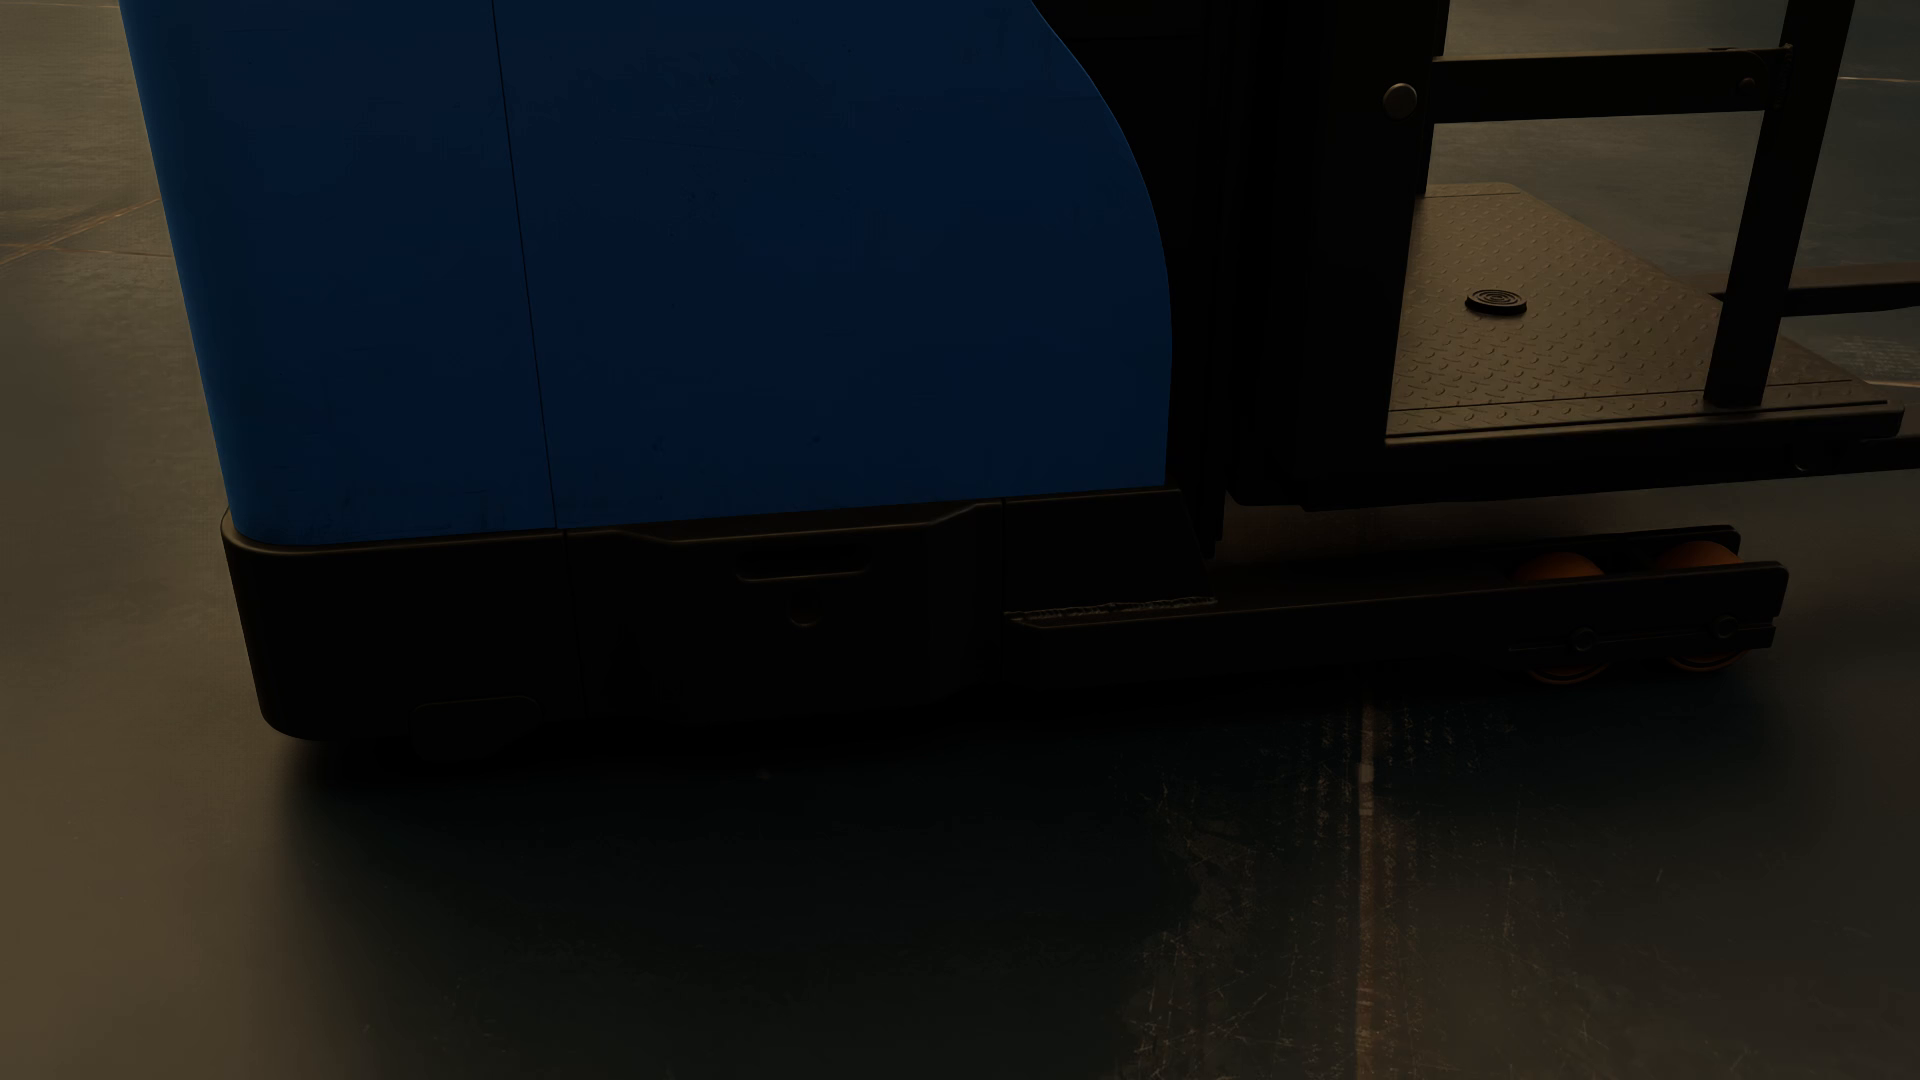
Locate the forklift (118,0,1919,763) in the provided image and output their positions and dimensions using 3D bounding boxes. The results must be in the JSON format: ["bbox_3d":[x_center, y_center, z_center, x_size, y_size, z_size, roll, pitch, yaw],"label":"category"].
[{"bbox_3d":[0.600,-1.354,1.930,3.031,2.935,1.130,-4,27,-9],"label":"forklift"}]
